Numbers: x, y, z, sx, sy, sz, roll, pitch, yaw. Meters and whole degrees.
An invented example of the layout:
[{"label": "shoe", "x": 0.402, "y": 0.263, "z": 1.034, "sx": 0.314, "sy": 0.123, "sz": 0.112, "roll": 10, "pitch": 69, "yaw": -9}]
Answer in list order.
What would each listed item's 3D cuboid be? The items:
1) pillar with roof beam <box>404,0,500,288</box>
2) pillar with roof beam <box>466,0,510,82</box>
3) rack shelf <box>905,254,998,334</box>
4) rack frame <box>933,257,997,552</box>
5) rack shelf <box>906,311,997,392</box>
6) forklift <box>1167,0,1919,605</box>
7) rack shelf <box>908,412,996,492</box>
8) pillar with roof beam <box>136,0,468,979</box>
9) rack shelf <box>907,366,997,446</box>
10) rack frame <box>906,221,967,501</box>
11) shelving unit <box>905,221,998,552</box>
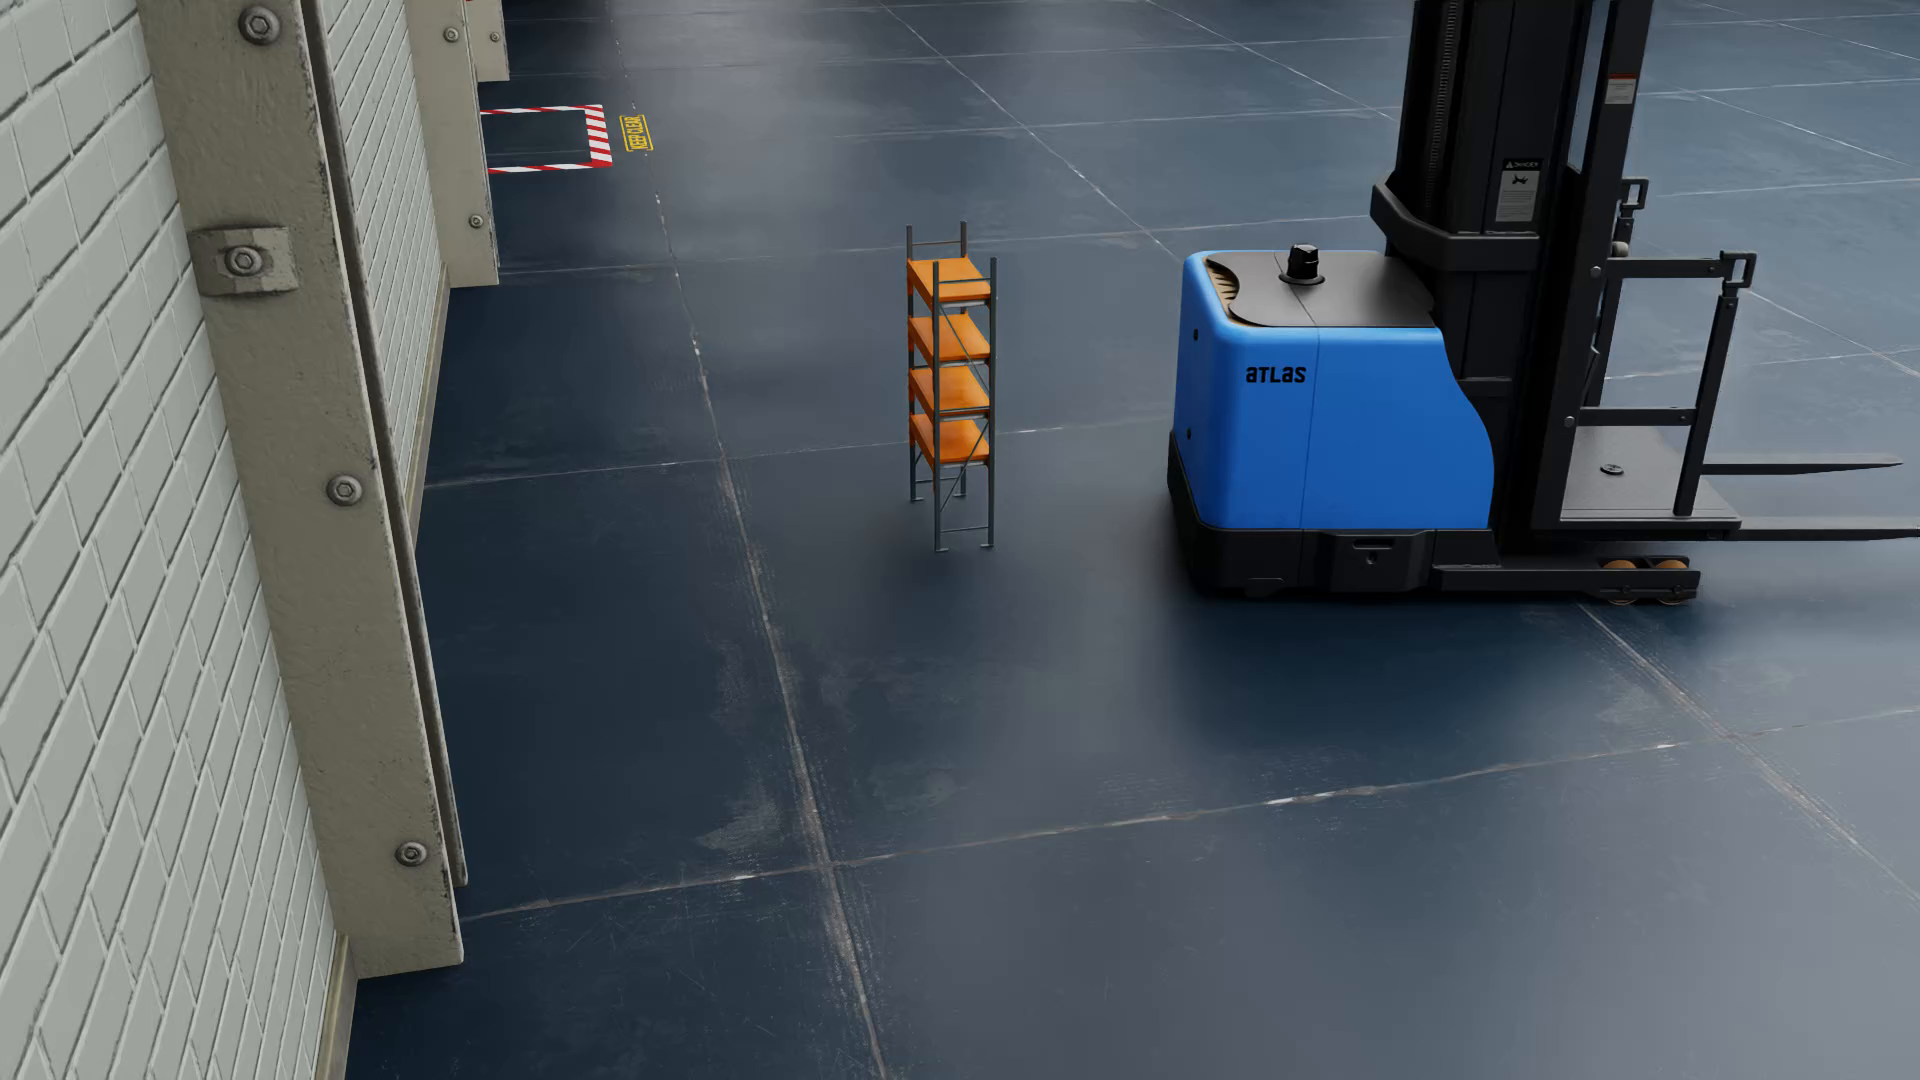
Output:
[{"label": "pillar with roof beam", "x": 1.305, "y": -6.017, "z": 8.685, "sx": 9.100, "sy": 9.000, "sz": 0.400, "roll": -6, "pitch": 27, "yaw": -12}, {"label": "pillar with roof beam", "x": -0.047, "y": -8.651, "z": 13.903, "sx": 9.100, "sy": 9.000, "sz": 0.400, "roll": -6, "pitch": 27, "yaw": -12}, {"label": "rack shelf", "x": -0.037, "y": -0.959, "z": 6.447, "sx": 0.258, "sy": 0.148, "sz": 0.480, "roll": -6, "pitch": 27, "yaw": -12}, {"label": "rack frame", "x": 0.018, "y": -0.501, "z": 6.411, "sx": 0.240, "sy": 1.200, "sz": 0.015, "roll": -6, "pitch": 27, "yaw": -12}, {"label": "rack shelf", "x": -0.037, "y": -0.748, "z": 6.553, "sx": 0.258, "sy": 0.148, "sz": 0.480, "roll": -6, "pitch": 27, "yaw": -12}, {"label": "forklift", "x": 2.397, "y": -1.303, "z": 6.079, "sx": 3.031, "sy": 2.935, "sz": 1.130, "roll": 0, "pitch": 27, "yaw": 0}, {"label": "rack shelf", "x": -0.037, "y": -0.371, "z": 6.743, "sx": 0.258, "sy": 0.148, "sz": 0.480, "roll": -6, "pitch": 27, "yaw": -12}, {"label": "pillar with roof beam", "x": 2.658, "y": -3.383, "z": 3.466, "sx": 9.100, "sy": 9.000, "sz": 0.400, "roll": -6, "pitch": 27, "yaw": -12}, {"label": "rack shelf", "x": -0.037, "y": -0.548, "z": 6.654, "sx": 0.258, "sy": 0.148, "sz": 0.480, "roll": -6, "pitch": 27, "yaw": -12}, {"label": "rack frame", "x": -0.092, "y": -0.715, "z": 6.836, "sx": 0.240, "sy": 1.200, "sz": 0.015, "roll": -6, "pitch": 27, "yaw": -12}, {"label": "shelving unit", "x": -0.037, "y": -0.608, "z": 6.624, "sx": 0.258, "sy": 1.200, "sz": 0.503, "roll": -6, "pitch": 27, "yaw": -12}]
